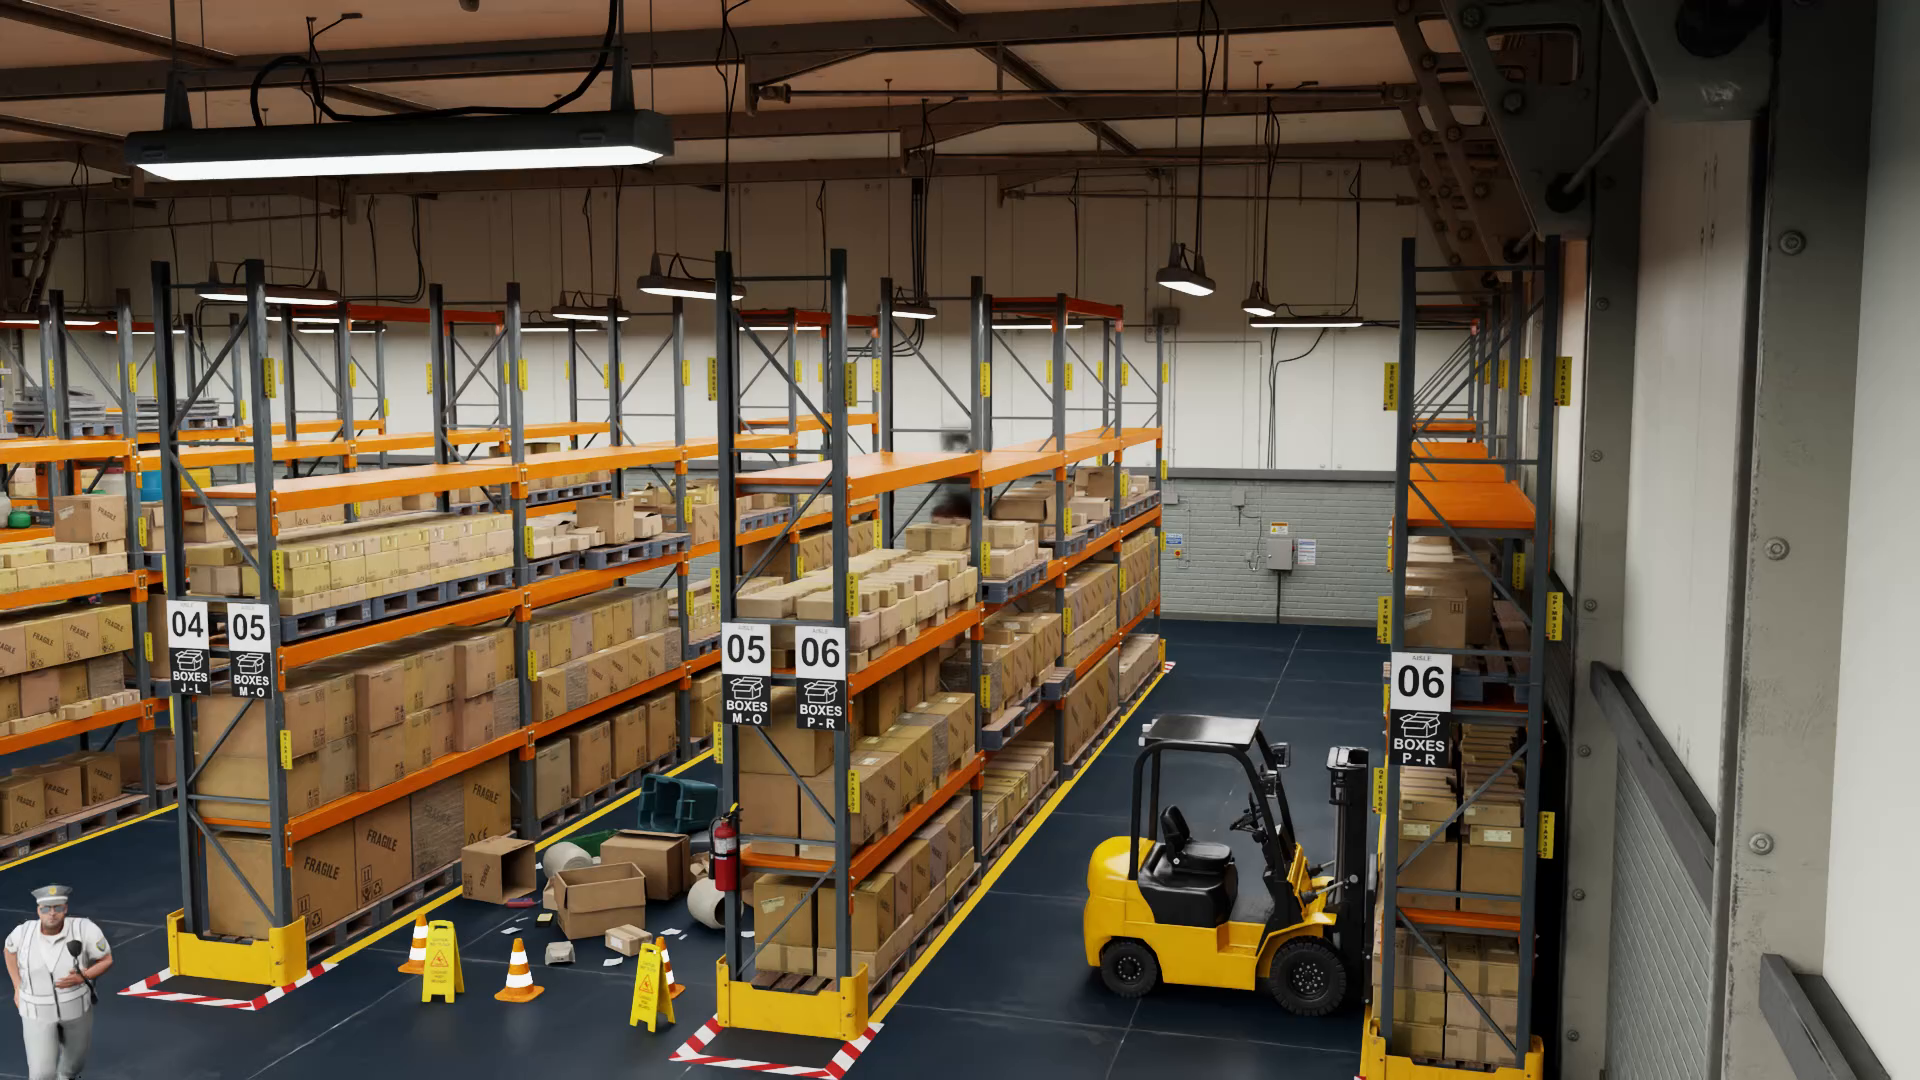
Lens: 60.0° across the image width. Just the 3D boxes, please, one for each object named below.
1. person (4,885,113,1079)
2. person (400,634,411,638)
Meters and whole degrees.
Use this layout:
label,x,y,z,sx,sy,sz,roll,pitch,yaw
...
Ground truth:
label,x,y,z,sx,sy,sz,roll,pitch,yaw
person,-5.982,3.151,11.080,0.609,1.844,1.009,-4,7,-33
person,-7.229,1.992,21.852,0.658,1.734,0.955,1,6,13
